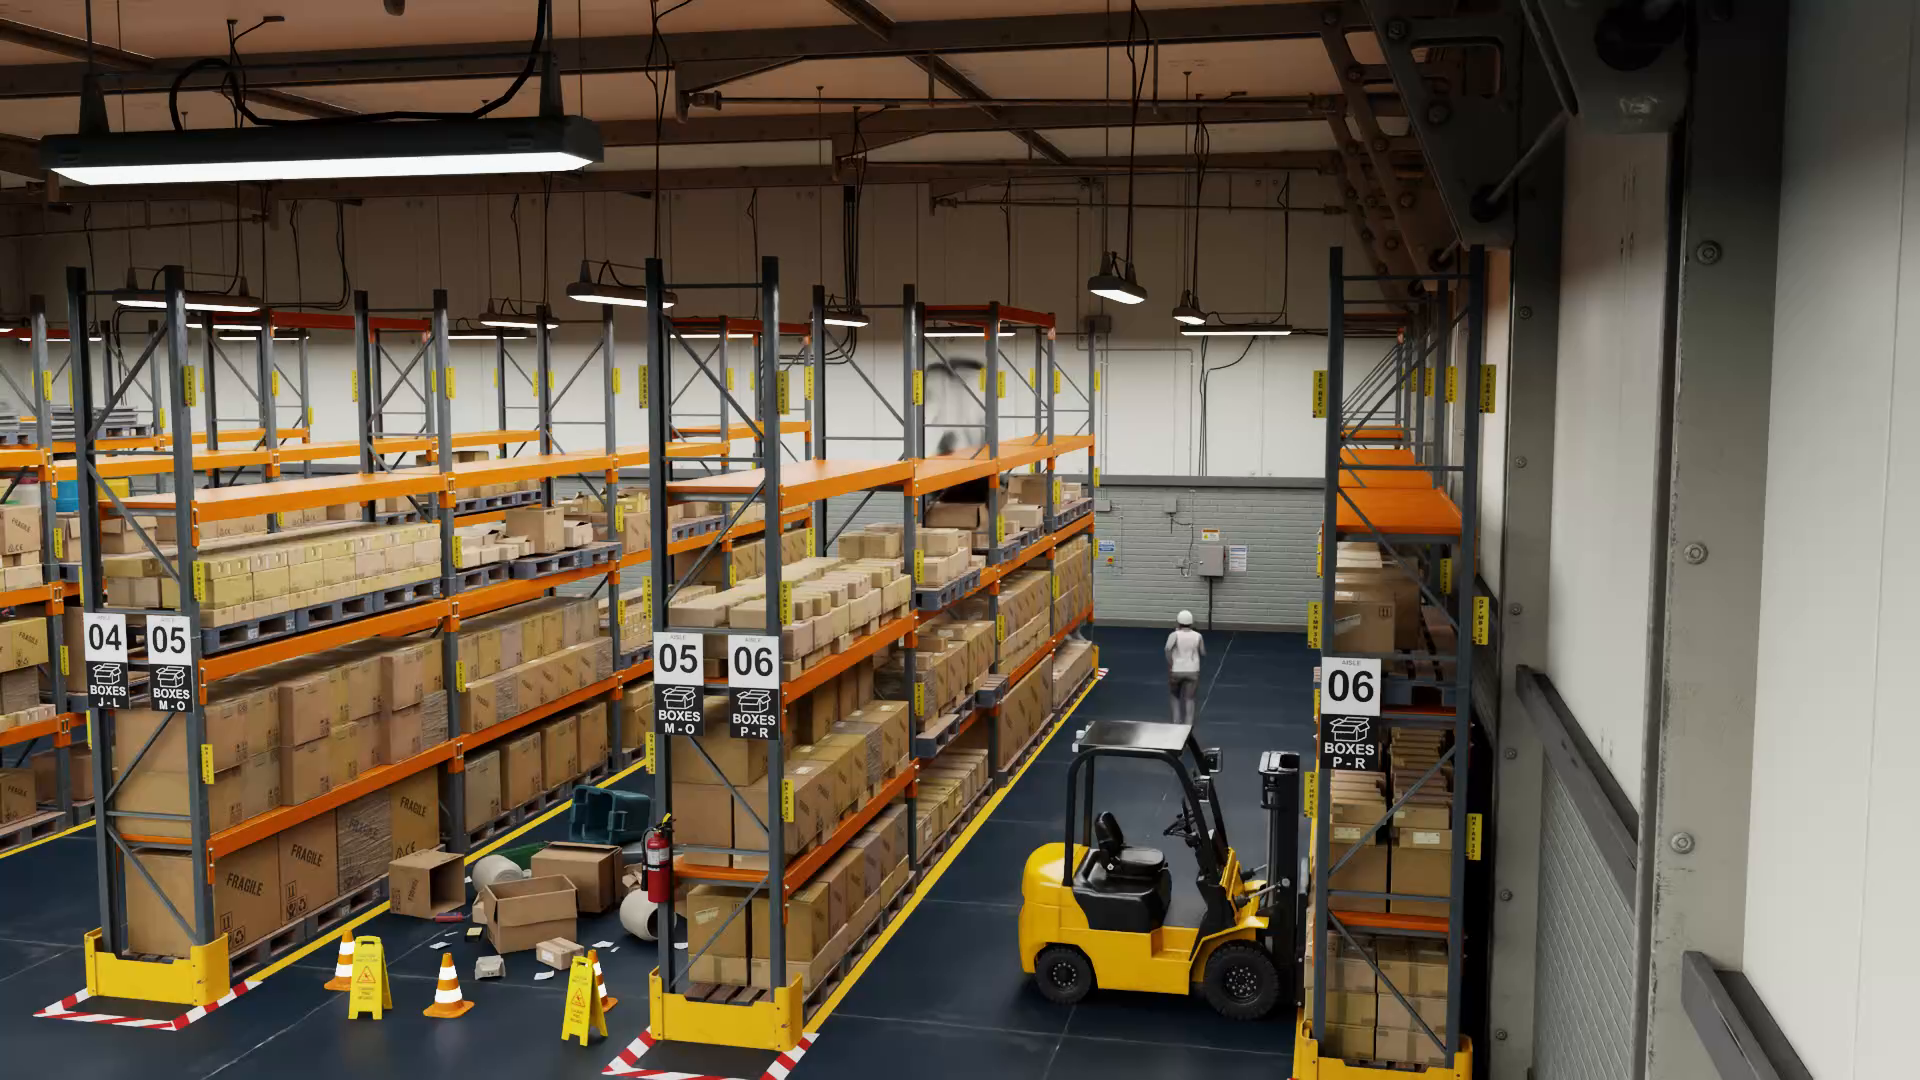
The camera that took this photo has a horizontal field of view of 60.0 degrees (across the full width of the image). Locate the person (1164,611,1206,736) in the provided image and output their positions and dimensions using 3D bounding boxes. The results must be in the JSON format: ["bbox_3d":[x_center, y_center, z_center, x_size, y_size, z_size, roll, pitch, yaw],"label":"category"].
[{"bbox_3d":[3.186,1.909,23.559,0.599,1.821,0.831,1,6,5],"label":"person"}]

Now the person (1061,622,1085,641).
[{"bbox_3d":[1.951,1.326,29.497,0.661,1.755,0.702,3,7,28],"label":"person"}]

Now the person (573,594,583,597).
[{"bbox_3d":[-5.796,1.712,25.281,0.704,1.802,1.046,2,6,15],"label":"person"}]
